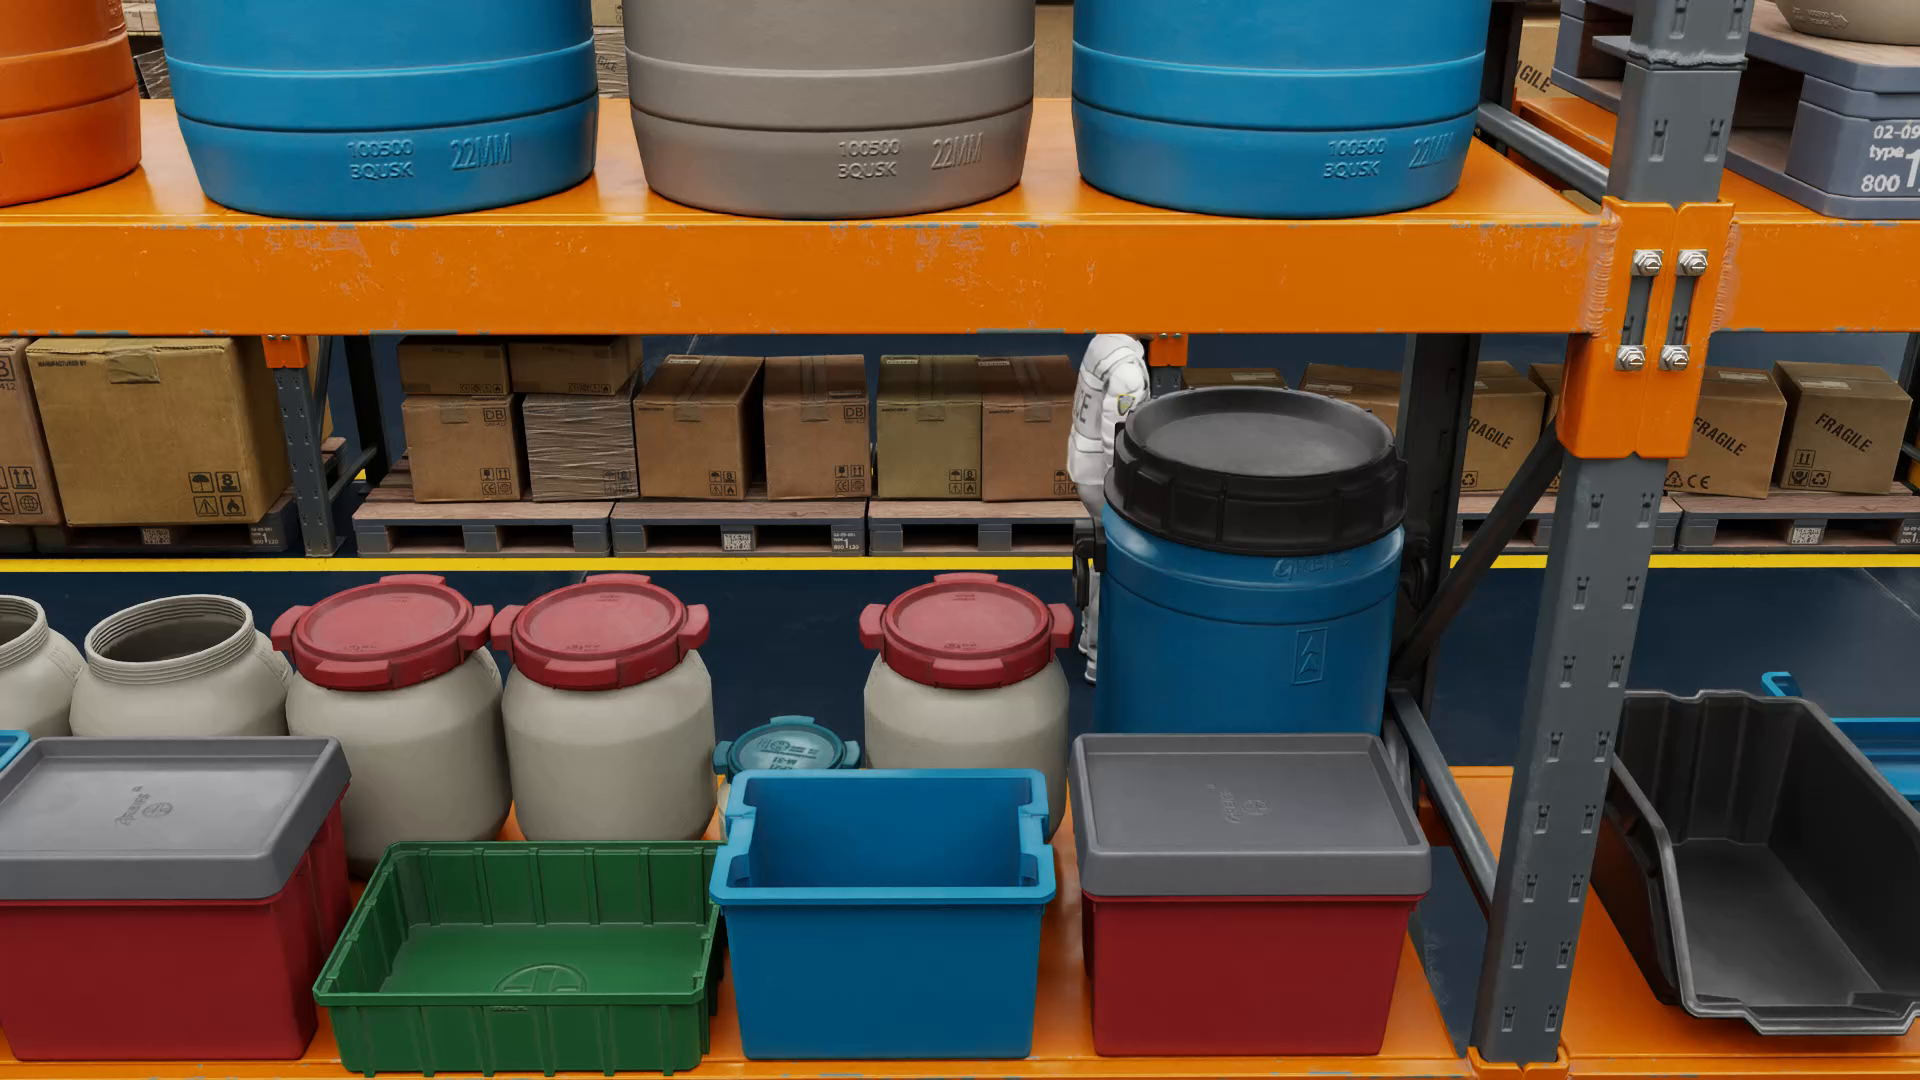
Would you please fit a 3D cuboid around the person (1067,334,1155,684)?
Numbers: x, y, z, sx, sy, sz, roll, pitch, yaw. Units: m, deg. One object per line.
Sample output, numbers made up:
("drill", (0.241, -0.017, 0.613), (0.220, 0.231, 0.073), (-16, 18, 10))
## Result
("person", (0.618, -0.242, 6.641), (0.376, 1.659, 0.530), (-1, 24, -3))
